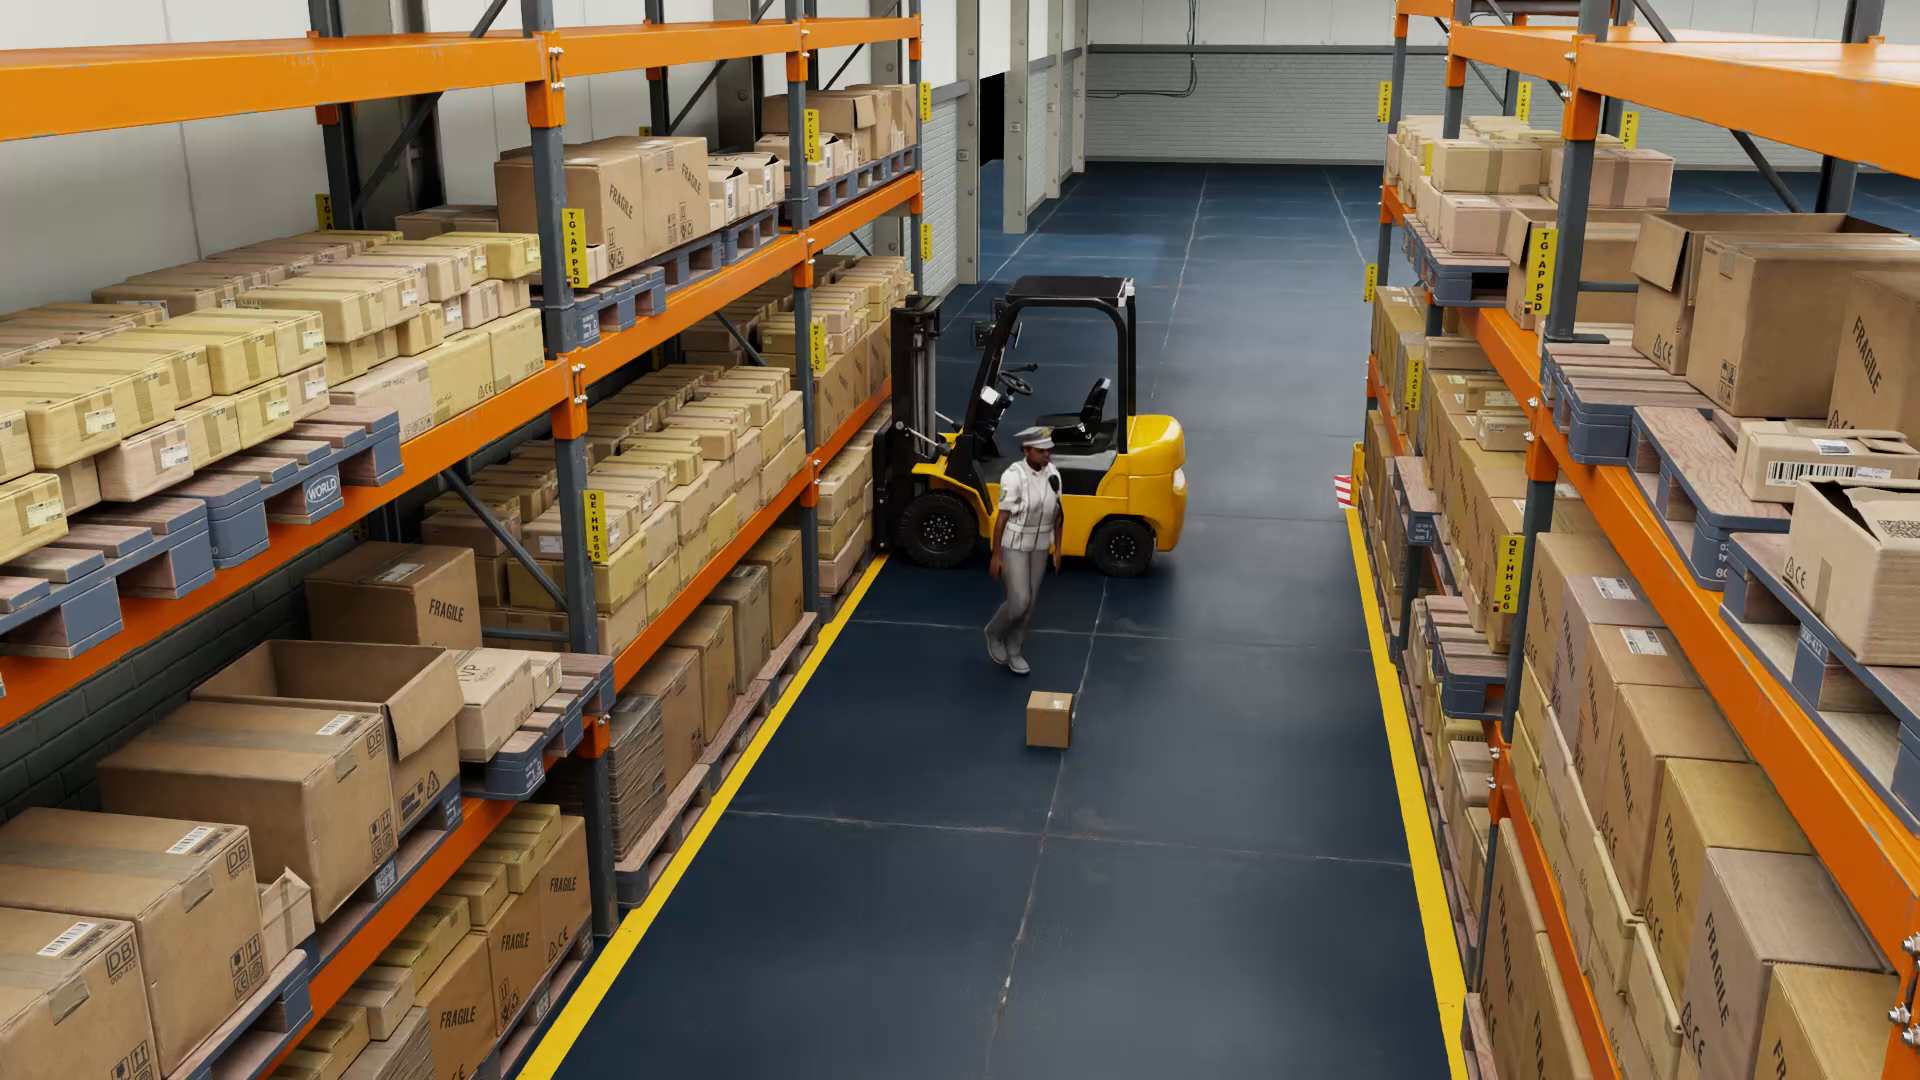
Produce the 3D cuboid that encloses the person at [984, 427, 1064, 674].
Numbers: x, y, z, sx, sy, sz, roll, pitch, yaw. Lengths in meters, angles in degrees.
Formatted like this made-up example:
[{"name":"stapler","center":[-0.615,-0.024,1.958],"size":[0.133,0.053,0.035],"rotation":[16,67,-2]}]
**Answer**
[{"name":"person","center":[0.398,0.054,10.807],"size":[0.554,1.671,0.465],"rotation":[-10,21,-29]}]
